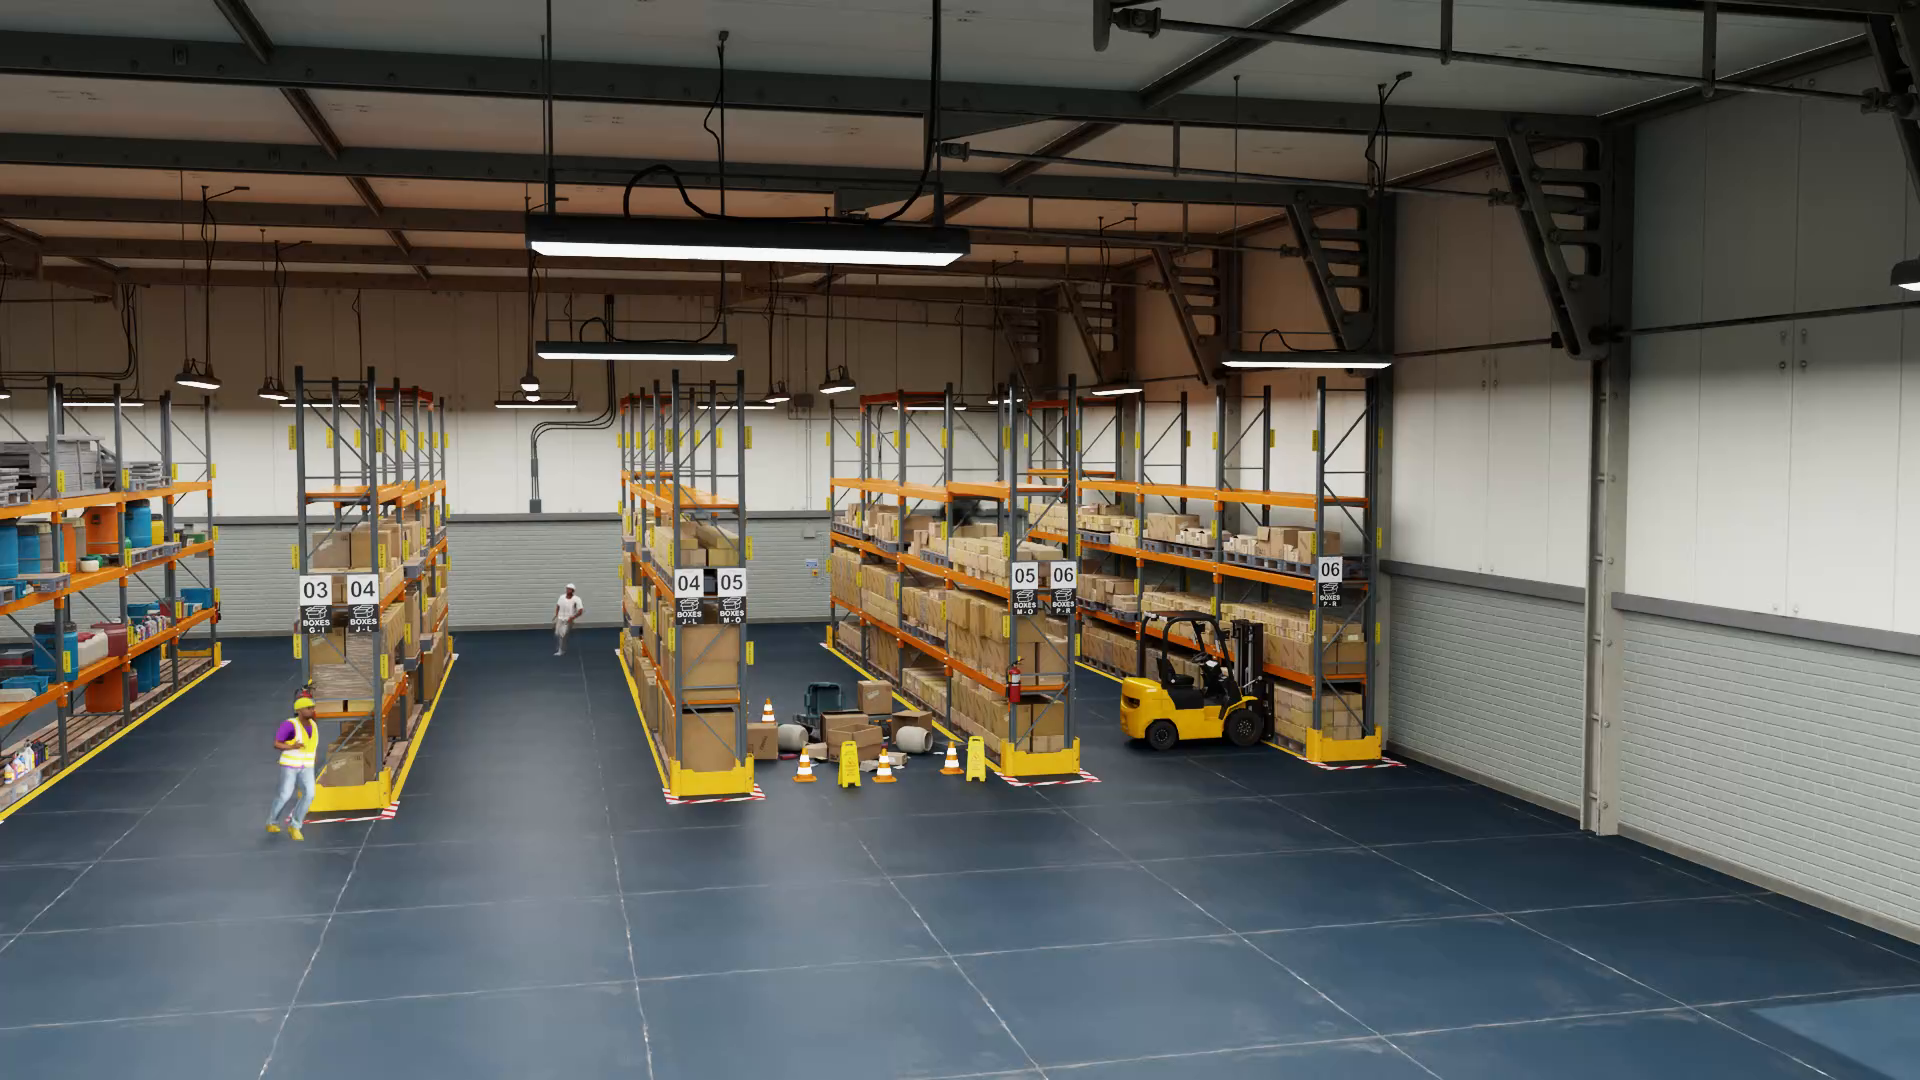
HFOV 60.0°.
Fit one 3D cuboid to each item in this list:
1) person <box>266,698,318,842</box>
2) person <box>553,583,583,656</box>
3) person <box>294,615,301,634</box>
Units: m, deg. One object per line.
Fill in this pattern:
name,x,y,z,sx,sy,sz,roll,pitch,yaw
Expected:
person,-8.362,2.887,21.055,0.714,1.788,0.703,3,4,39
person,-9.133,1.855,38.588,0.747,1.693,0.531,1,4,14
person,-12.988,2.124,33.309,0.711,1.795,1.037,-1,3,-13
